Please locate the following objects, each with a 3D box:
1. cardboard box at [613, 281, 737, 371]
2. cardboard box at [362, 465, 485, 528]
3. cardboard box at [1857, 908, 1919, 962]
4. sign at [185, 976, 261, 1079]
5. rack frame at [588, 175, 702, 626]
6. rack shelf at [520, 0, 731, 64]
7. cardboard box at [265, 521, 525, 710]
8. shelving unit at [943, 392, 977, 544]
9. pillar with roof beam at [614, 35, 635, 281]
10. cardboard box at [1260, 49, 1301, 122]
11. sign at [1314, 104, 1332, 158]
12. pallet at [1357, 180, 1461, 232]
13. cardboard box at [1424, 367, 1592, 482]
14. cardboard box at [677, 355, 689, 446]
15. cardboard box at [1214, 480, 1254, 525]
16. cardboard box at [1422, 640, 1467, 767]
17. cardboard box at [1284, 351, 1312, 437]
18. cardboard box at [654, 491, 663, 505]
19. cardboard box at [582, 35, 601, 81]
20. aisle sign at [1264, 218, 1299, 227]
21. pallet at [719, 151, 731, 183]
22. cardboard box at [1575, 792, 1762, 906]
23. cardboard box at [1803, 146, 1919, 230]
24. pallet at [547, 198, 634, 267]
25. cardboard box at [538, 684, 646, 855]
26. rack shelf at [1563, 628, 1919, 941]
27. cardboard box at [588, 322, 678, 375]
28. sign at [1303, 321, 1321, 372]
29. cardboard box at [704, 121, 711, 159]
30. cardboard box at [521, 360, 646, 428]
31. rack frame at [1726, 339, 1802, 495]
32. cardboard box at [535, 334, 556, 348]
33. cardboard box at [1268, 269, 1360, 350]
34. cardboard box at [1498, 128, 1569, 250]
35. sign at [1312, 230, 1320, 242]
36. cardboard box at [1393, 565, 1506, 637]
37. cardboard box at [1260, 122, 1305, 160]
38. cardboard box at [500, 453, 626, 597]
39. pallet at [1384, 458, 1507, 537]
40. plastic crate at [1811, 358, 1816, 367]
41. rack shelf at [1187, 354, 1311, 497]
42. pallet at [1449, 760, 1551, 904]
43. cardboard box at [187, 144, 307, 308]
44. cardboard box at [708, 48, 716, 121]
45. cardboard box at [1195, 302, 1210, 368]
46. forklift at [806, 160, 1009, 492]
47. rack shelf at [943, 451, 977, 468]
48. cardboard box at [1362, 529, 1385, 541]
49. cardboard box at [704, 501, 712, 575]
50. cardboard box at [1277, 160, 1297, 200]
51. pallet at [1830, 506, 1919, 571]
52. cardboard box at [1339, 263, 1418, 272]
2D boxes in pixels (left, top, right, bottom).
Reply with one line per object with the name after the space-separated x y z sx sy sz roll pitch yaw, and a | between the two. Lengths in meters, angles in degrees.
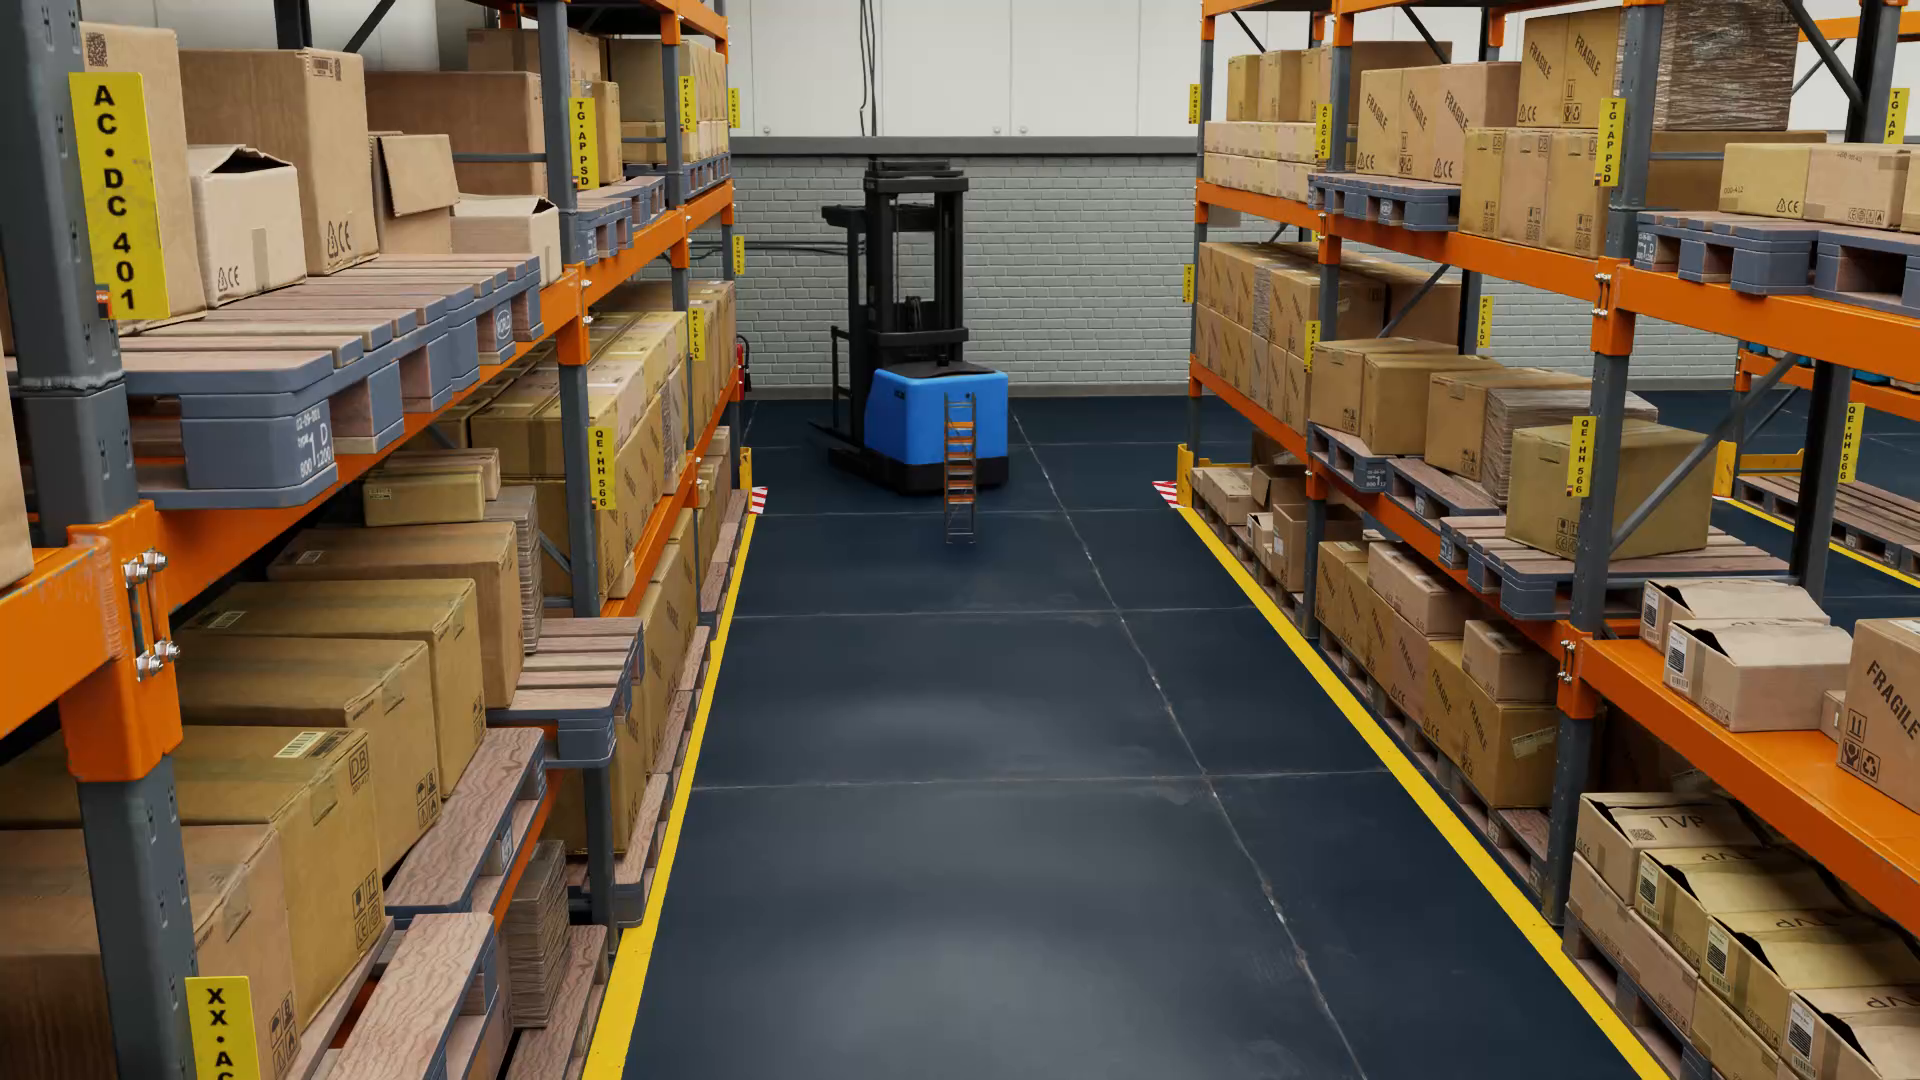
-2.378 -1.750 13.707 0.980 0.700 0.700 0 14 -1 | cardboard box
-1.838 -0.153 5.715 0.380 0.149 0.250 -3 15 -13 | cardboard box
3.366 1.418 5.544 0.500 0.311 0.500 -1 14 -4 | cardboard box
-1.135 0.823 2.570 0.100 0.325 0.005 -1 14 -3 | sign
-2.171 -0.737 10.371 1.000 3.000 0.127 -1 14 -3 | rack frame
-2.295 -3.598 11.696 1.077 0.370 4.000 -1 14 -3 | rack shelf
-1.823 0.252 5.445 0.700 0.500 0.500 -2 15 -9 | cardboard box
0.001 -0.577 13.363 0.258 1.200 0.189 -1 14 -3 | shelving unit
0.847 -5.362 16.306 9.100 9.000 0.400 -1 14 -3 | pillar with roof beam
2.595 -3.293 12.078 0.700 0.500 0.500 -1 14 -3 | cardboard box
2.231 -2.507 10.194 0.100 0.325 0.005 -1 14 -3 | sign
2.810 -1.755 8.684 1.213 0.211 1.003 -1 14 -3 | pallet
2.944 -0.628 8.903 0.700 0.500 0.500 -5 15 -18 | cardboard box
-1.891 -0.828 9.888 0.500 0.500 0.500 -1 14 -4 | cardboard box
2.337 -0.302 13.317 0.500 0.250 0.500 -1 14 -3 | cardboard box
2.696 0.820 8.452 0.500 0.500 0.500 -1 14 -5 | cardboard box
2.485 -0.983 11.127 0.500 0.500 0.500 -1 14 -3 | cardboard box
-1.834 -0.291 9.102 0.380 0.149 0.250 -1 14 -3 | cardboard box
-2.248 -2.593 8.978 0.500 0.250 0.500 0 14 1 | cardboard box
2.826 -3.090 14.298 0.394 0.787 0.004 -1 14 -3 | aisle sign
-2.363 -2.957 13.158 1.003 0.211 1.213 -1 14 -3 | pallet
2.760 1.172 6.502 0.500 0.311 0.500 0 14 -2 | cardboard box
3.155 -1.161 5.457 0.500 0.250 0.500 0 14 -2 | cardboard box
-2.017 -1.263 6.773 1.213 0.211 1.003 0 14 -1 | pallet
-1.838 0.911 7.439 0.750 0.750 0.750 -1 14 -4 | cardboard box
3.144 1.026 4.962 1.077 0.370 4.000 -1 14 -3 | rack shelf
-1.865 -1.063 9.294 0.500 0.250 0.500 -1 14 -2 | cardboard box
2.231 -1.223 10.524 0.100 0.325 0.005 -1 14 -3 | sign
-2.008 -2.799 11.624 0.500 0.250 0.500 -1 14 -5 | cardboard box
-1.763 -0.682 7.816 0.500 0.250 0.500 -1 14 -3 | cardboard box
7.469 -1.885 14.832 1.000 3.000 0.127 -1 14 -3 | rack frame
-2.328 -0.929 8.776 0.500 0.250 0.500 -1 14 -5 | cardboard box
2.448 -1.596 11.503 0.500 0.500 0.500 -1 14 -5 | cardboard box
2.928 -1.555 7.332 0.910 0.500 0.500 -1 14 -3 | cardboard box
3.080 -2.527 14.368 0.100 0.325 0.005 -1 14 -3 | sign
2.653 0.317 8.901 0.500 0.250 0.500 -1 14 -4 | cardboard box
2.415 -2.802 11.675 0.500 0.250 0.500 -1 14 -3 | cardboard box
-1.698 -0.069 6.937 0.500 0.500 0.500 0 14 -2 | cardboard box
2.895 -0.210 8.709 1.003 0.211 1.213 -1 14 -3 | pallet
7.135 -1.470 13.628 0.250 0.136 0.298 -1 14 -3 | plastic crate
2.649 -0.963 12.695 1.077 0.370 4.000 -1 14 -3 | rack shelf
3.012 1.345 7.877 1.003 0.211 1.213 -1 14 -3 | pallet
-1.668 -0.651 3.352 0.500 0.311 0.500 0 14 -2 | cardboard box
-2.041 -3.295 12.045 0.500 0.500 0.500 -2 15 -6 | cardboard box
2.289 -1.743 14.081 0.500 0.500 0.500 -1 14 -2 | cardboard box
-0.656 -2.173 16.091 1.130 2.935 3.031 -7 16 -26 | forklift
0.001 -0.651 13.344 0.258 0.103 0.180 -1 14 -3 | rack shelf
2.899 0.022 12.224 0.380 0.166 0.250 -1 14 -3 | cardboard box
-2.143 -0.042 11.845 0.700 0.500 0.500 -1 14 -4 | cardboard box
2.456 -2.436 11.255 0.500 0.250 0.500 -1 14 -3 | cardboard box
7.554 -0.026 13.203 1.003 0.211 1.213 -1 14 -3 | pallet
2.960 -1.725 12.003 0.500 0.500 0.500 -1 14 -5 | cardboard box
